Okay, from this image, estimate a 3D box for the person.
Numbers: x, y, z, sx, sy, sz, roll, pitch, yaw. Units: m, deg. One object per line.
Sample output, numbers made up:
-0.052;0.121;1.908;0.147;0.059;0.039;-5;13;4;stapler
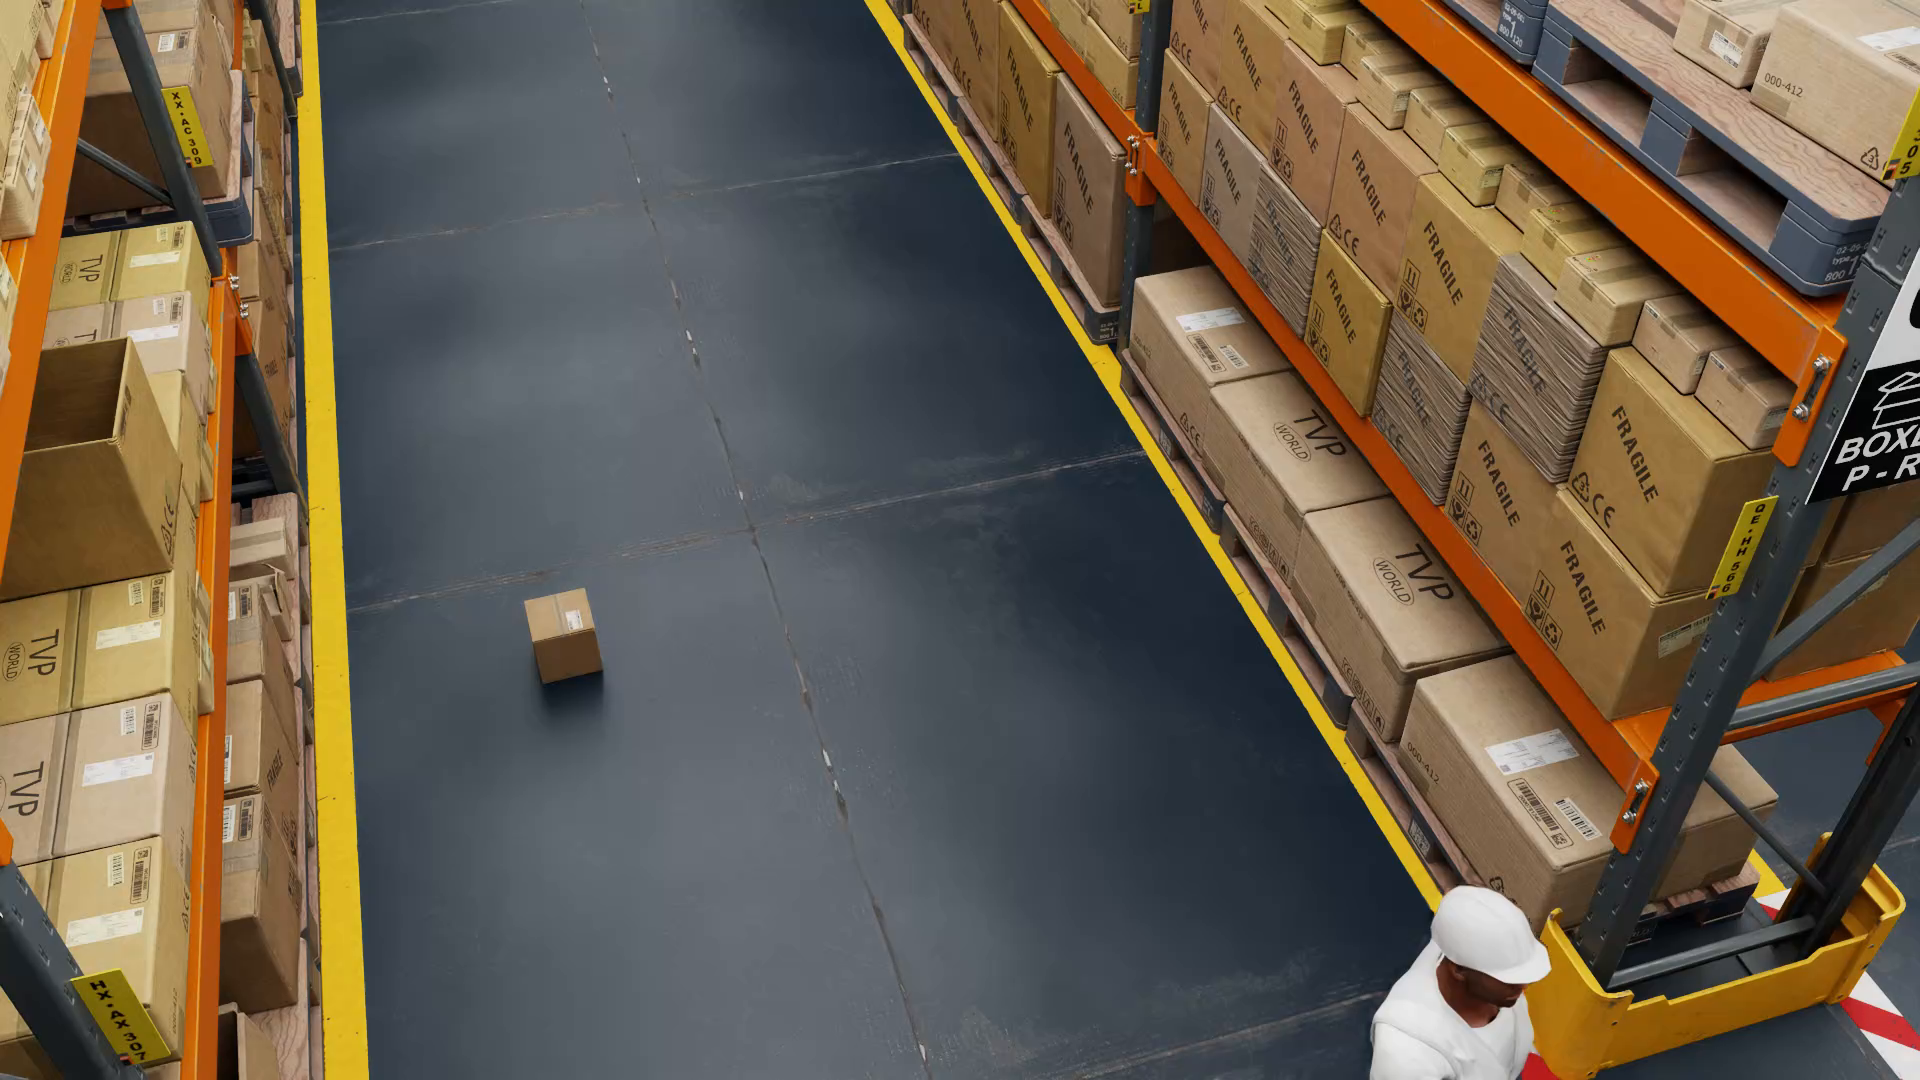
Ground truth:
1.209;1.512;4.449;0.799;1.747;0.576;32;51;31;person
